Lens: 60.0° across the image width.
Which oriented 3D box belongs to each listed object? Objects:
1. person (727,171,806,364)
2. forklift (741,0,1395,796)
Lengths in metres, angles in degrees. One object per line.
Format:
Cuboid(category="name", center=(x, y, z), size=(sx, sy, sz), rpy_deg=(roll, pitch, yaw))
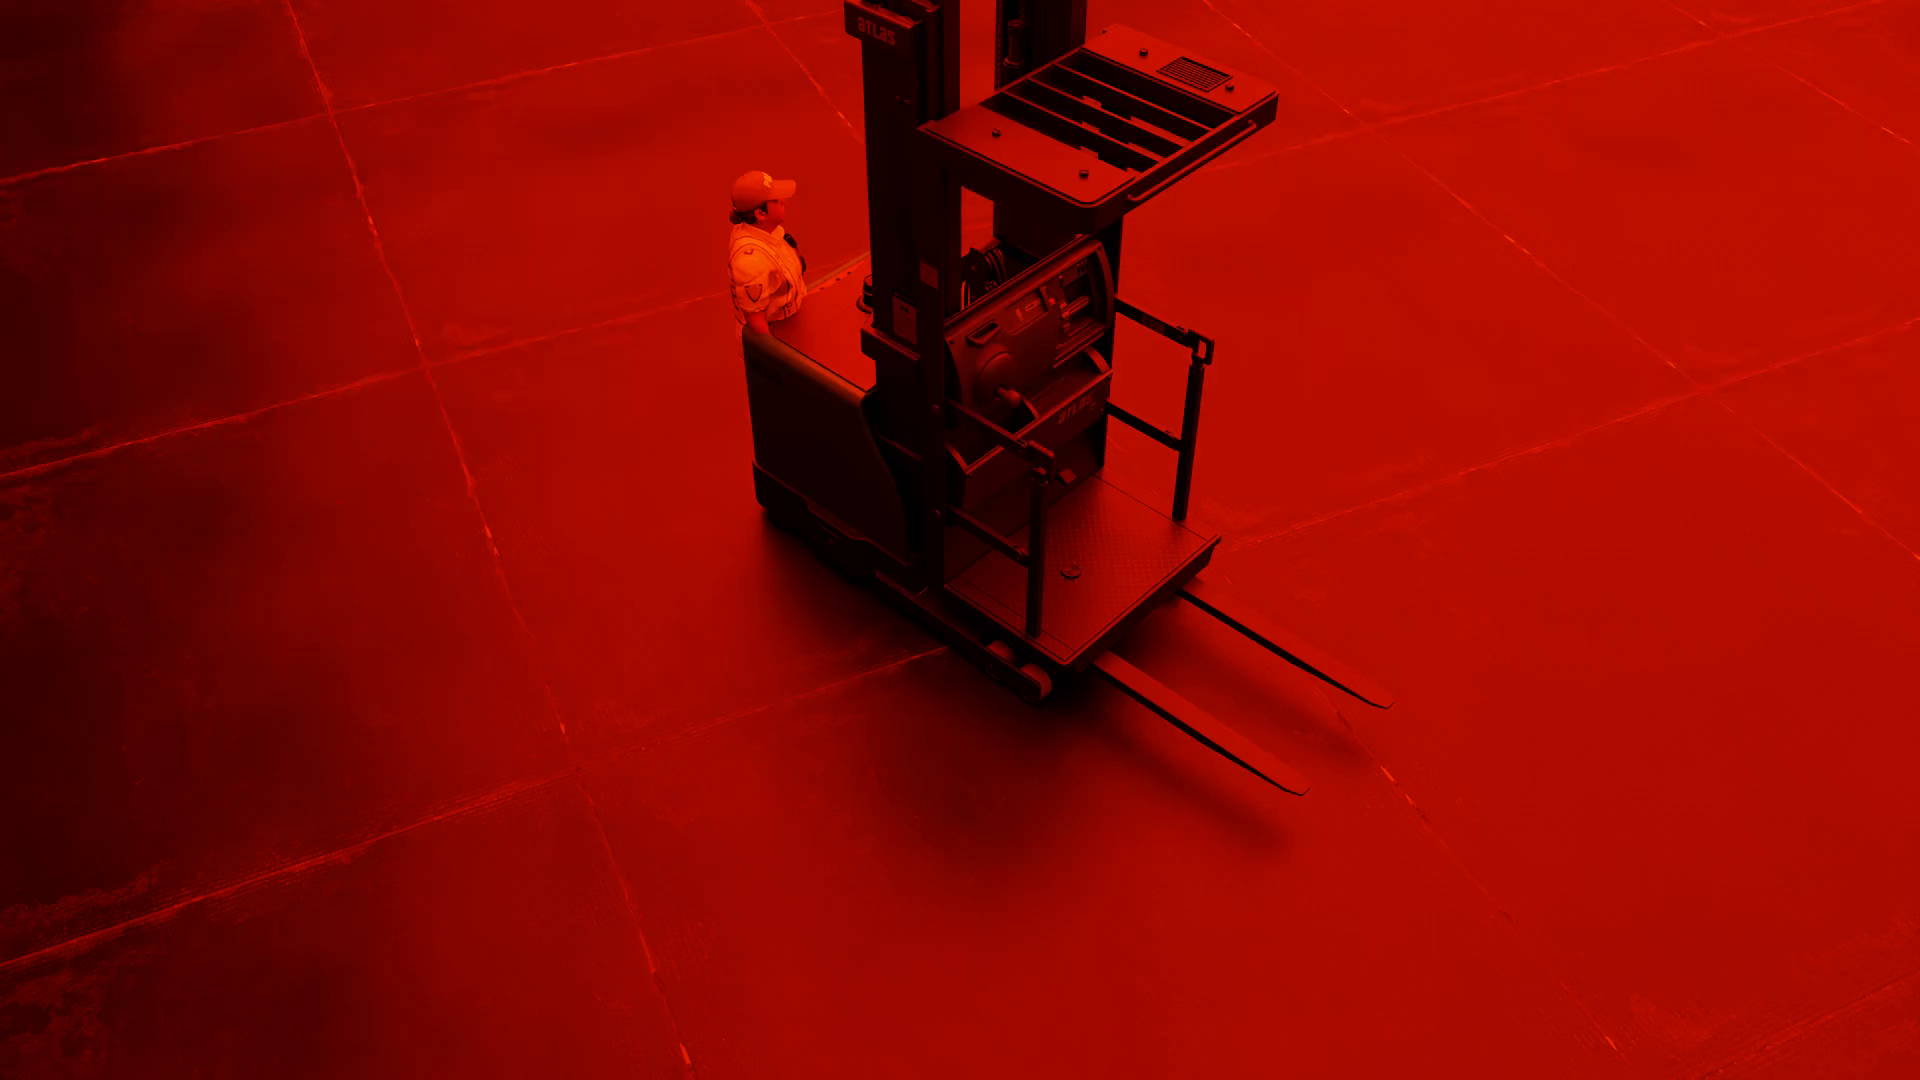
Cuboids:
Cuboid(category="person", center=(-0.753, -0.902, 7.563), size=(0.529, 1.670, 0.598), rpy_deg=(-3, 43, -3))
Cuboid(category="forklift", center=(0.445, -0.788, 6.525), size=(3.031, 2.935, 1.130), rpy_deg=(32, 52, 30))
